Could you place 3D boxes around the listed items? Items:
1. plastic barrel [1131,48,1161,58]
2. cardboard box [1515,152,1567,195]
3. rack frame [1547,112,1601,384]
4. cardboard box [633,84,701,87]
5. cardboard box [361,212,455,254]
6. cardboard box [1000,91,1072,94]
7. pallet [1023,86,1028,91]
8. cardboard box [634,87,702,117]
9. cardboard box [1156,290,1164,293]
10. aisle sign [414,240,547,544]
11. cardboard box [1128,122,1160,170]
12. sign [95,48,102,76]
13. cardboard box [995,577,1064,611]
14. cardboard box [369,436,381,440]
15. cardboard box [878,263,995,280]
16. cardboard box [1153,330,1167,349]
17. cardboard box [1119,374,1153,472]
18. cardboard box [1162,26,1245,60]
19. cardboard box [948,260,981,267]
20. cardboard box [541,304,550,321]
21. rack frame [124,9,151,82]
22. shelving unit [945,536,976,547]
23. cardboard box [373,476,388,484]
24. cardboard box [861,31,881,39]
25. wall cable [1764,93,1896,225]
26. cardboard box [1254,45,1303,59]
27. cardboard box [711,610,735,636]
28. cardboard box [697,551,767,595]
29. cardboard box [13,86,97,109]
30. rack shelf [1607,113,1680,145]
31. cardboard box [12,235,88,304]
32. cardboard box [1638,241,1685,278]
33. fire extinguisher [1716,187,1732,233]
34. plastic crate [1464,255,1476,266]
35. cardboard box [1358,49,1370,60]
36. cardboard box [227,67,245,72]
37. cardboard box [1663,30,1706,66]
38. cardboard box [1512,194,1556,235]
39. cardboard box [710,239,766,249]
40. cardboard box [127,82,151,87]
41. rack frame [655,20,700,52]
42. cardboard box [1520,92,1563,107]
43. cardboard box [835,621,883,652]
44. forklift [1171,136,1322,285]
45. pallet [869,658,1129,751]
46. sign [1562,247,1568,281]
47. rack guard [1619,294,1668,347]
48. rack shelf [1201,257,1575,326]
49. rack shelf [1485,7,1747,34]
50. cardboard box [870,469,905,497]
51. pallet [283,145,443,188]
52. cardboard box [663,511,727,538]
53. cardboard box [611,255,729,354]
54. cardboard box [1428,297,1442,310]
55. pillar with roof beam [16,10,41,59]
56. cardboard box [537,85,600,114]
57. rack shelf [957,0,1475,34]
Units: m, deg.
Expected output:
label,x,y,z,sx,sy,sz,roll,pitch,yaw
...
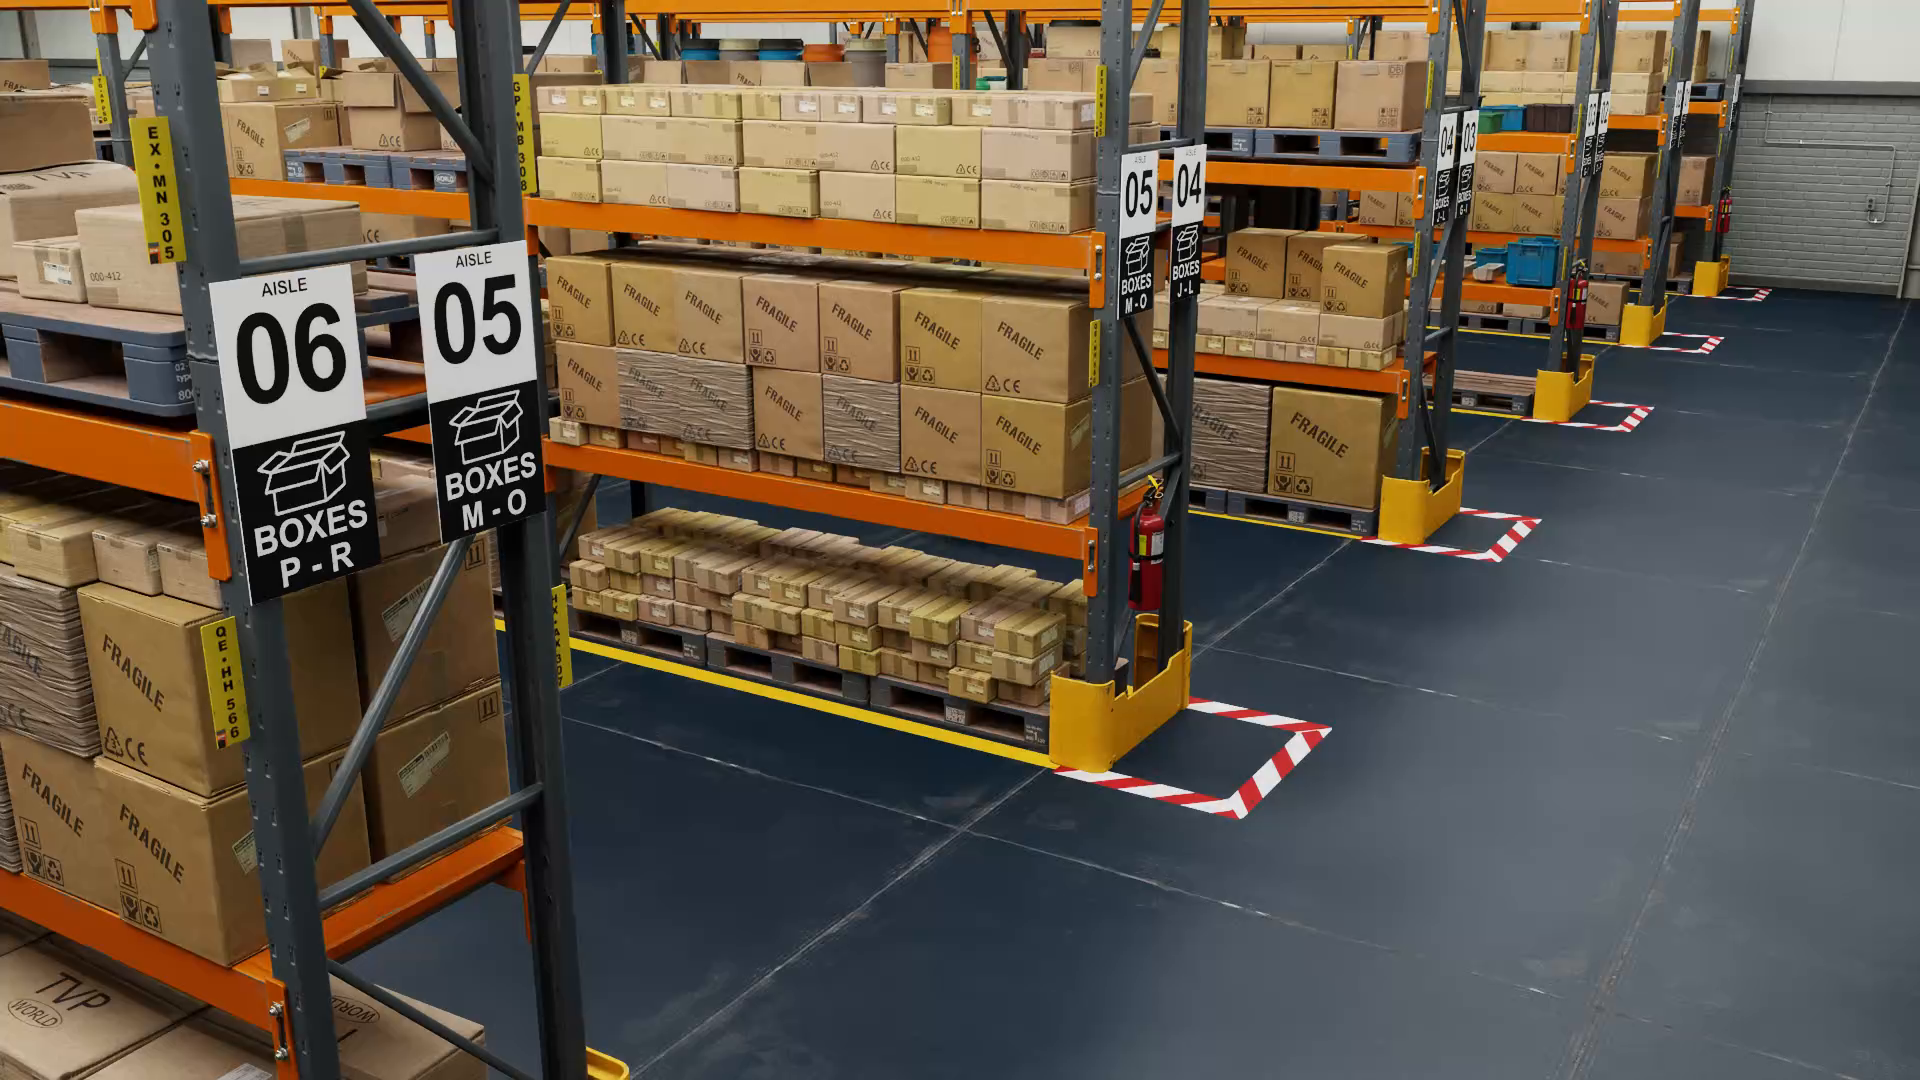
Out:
label,x,y,z,sx,sy,sz,roll,pitch,yaw
plastic barrel,1.955,-5.213,18.674,0.600,0.588,0.600,0,17,0
cardboard box,7.444,-4.696,21.288,0.500,0.500,0.500,11,20,32
rack frame,6.247,-2.790,16.904,0.127,3.000,1.000,10,20,30
cardboard box,-1.795,-2.734,10.273,0.250,0.149,0.380,11,20,31
cardboard box,-5.967,-3.721,18.215,1.000,1.000,1.000,10,20,30
cardboard box,0.415,-2.352,9.013,0.250,0.149,0.380,10,20,30
pallet,1.400,-6.659,24.805,1.003,0.211,1.213,11,20,33
cardboard box,-1.659,-2.523,9.577,0.250,0.149,0.380,9,19,29
cardboard box,1.375,-1.951,13.891,0.500,0.250,0.500,11,20,31
aisle sign,-1.318,-0.413,4.609,0.004,0.787,0.394,10,20,30
cardboard box,0.726,-2.085,8.822,0.500,0.250,0.500,10,20,31
sign,-10.263,-5.716,19.872,0.005,0.325,0.100,10,20,30
cardboard box,0.406,0.353,9.719,0.250,0.149,0.380,11,20,31
cardboard box,-4.536,-0.610,12.017,0.500,0.250,0.500,10,20,30
cardboard box,-0.136,-1.312,9.637,0.500,0.500,0.500,10,19,29
cardboard box,1.654,-1.687,13.707,0.250,0.149,0.380,9,19,28
cardboard box,0.735,-0.677,9.265,0.500,0.500,0.500,11,20,33
cardboard box,1.939,-3.963,13.251,0.500,0.250,0.500,9,19,28
cardboard box,-0.015,-2.351,15.289,0.500,0.500,0.500,10,20,30
cardboard box,-2.771,-1.539,11.471,0.250,0.149,0.380,11,20,32
rack frame,-9.979,-6.867,20.006,0.127,3.000,1.000,10,20,30
shelving unit,0.046,-0.494,12.702,0.252,1.050,0.215,10,20,30
cardboard box,-1.950,-0.090,5.009,0.250,0.149,0.380,11,20,31
cardboard box,-1.600,-9.441,31.712,0.500,0.500,0.500,10,19,29
wall cable,13.018,-5.769,24.964,1.851,1.984,0.084,10,20,30
cardboard box,4.462,-6.547,23.046,0.600,0.600,0.600,10,19,29
cardboard box,-1.338,0.464,10.377,0.250,0.149,0.380,9,19,28
cardboard box,-1.397,0.200,10.222,0.250,0.149,0.380,11,20,31
cardboard box,-6.892,-3.293,12.659,0.500,0.311,0.500,10,20,30
rack shelf,7.138,-5.411,21.611,4.000,0.370,1.077,10,20,30
cardboard box,-2.361,-0.763,4.608,0.250,0.149,0.380,8,19,26
cardboard box,10.783,-4.330,25.553,0.500,0.500,0.700,10,20,30
fire extinguisher,11.319,-4.891,24.595,0.183,0.674,0.296,10,20,30
plastic crate,5.401,-2.984,17.894,0.298,0.136,0.250,10,20,30
cardboard box,6.823,-7.775,27.227,0.500,0.500,0.700,10,19,29
cardboard box,-5.204,-3.208,11.631,0.258,0.266,0.396,10,20,30
cardboard box,10.665,-7.258,24.527,0.500,0.500,0.500,10,20,30
cardboard box,7.452,-4.220,21.440,0.500,0.500,0.500,10,20,30
cardboard box,-1.994,-3.093,16.004,0.637,0.503,0.797,11,20,31
cardboard box,-9.695,-5.388,19.871,0.250,0.149,0.380,11,20,31
rack frame,-4.792,-9.320,28.081,0.127,3.000,1.000,10,20,30
cardboard box,7.413,-5.544,21.068,0.500,0.250,0.500,10,20,30
cardboard box,-0.518,0.507,9.722,0.250,0.149,0.380,10,20,31
forklift,2.626,-2.501,16.073,3.031,2.935,1.130,9,19,28
pallet,0.234,0.840,9.751,1.213,0.211,1.003,10,20,30
sign,5.973,-2.729,16.424,0.005,0.325,0.100,10,20,30
rack guard,8.778,-2.831,21.342,0.348,0.500,1.175,10,20,30
rack shelf,4.543,-2.750,18.010,4.000,0.370,1.077,10,20,30
rack shelf,9.727,-7.882,25.274,4.000,0.370,1.077,10,20,30
cardboard box,-0.305,-0.371,9.375,0.250,0.149,0.380,9,19,28
pallet,-3.791,-2.581,11.380,1.003,0.211,1.213,10,20,30
cardboard box,-1.758,-0.061,11.081,0.250,0.149,0.380,10,20,31
cardboard box,-1.729,-1.423,10.001,0.500,0.500,0.500,9,19,28
cardboard box,6.421,-3.233,22.480,0.250,0.166,0.380,10,20,30
pillar with roof beam,-28.970,-14.152,43.989,0.400,9.000,9.100,10,20,30
cardboard box,-2.314,-2.648,9.988,0.250,0.149,0.380,10,19,29
rack shelf,1.951,-4.202,13.158,4.000,0.370,1.077,10,20,30
